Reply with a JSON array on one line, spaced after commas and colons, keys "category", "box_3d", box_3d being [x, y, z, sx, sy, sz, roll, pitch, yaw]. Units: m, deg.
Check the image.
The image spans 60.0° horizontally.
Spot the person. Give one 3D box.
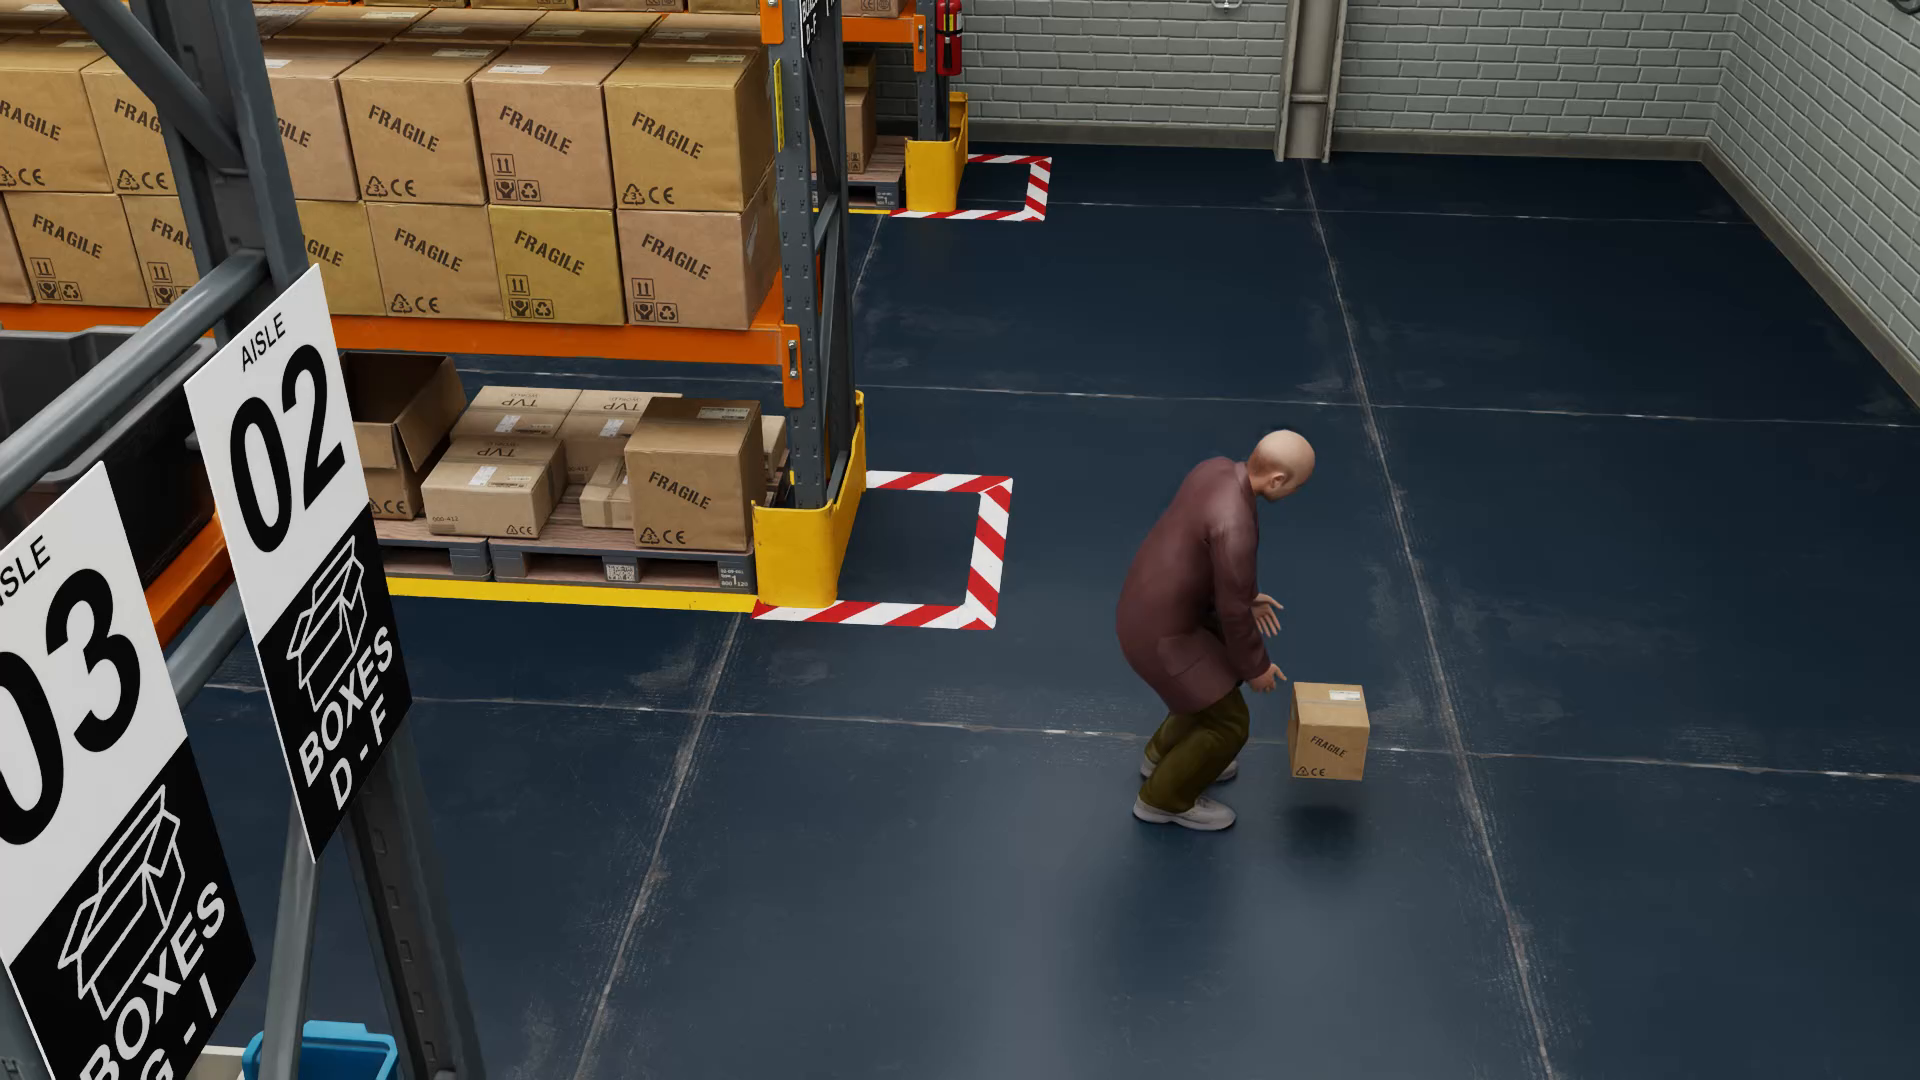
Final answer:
[{"category": "person", "box_3d": [0.868, 0.299, 5.910, 0.635, 1.526, 0.628, 3, 32, 4]}]
